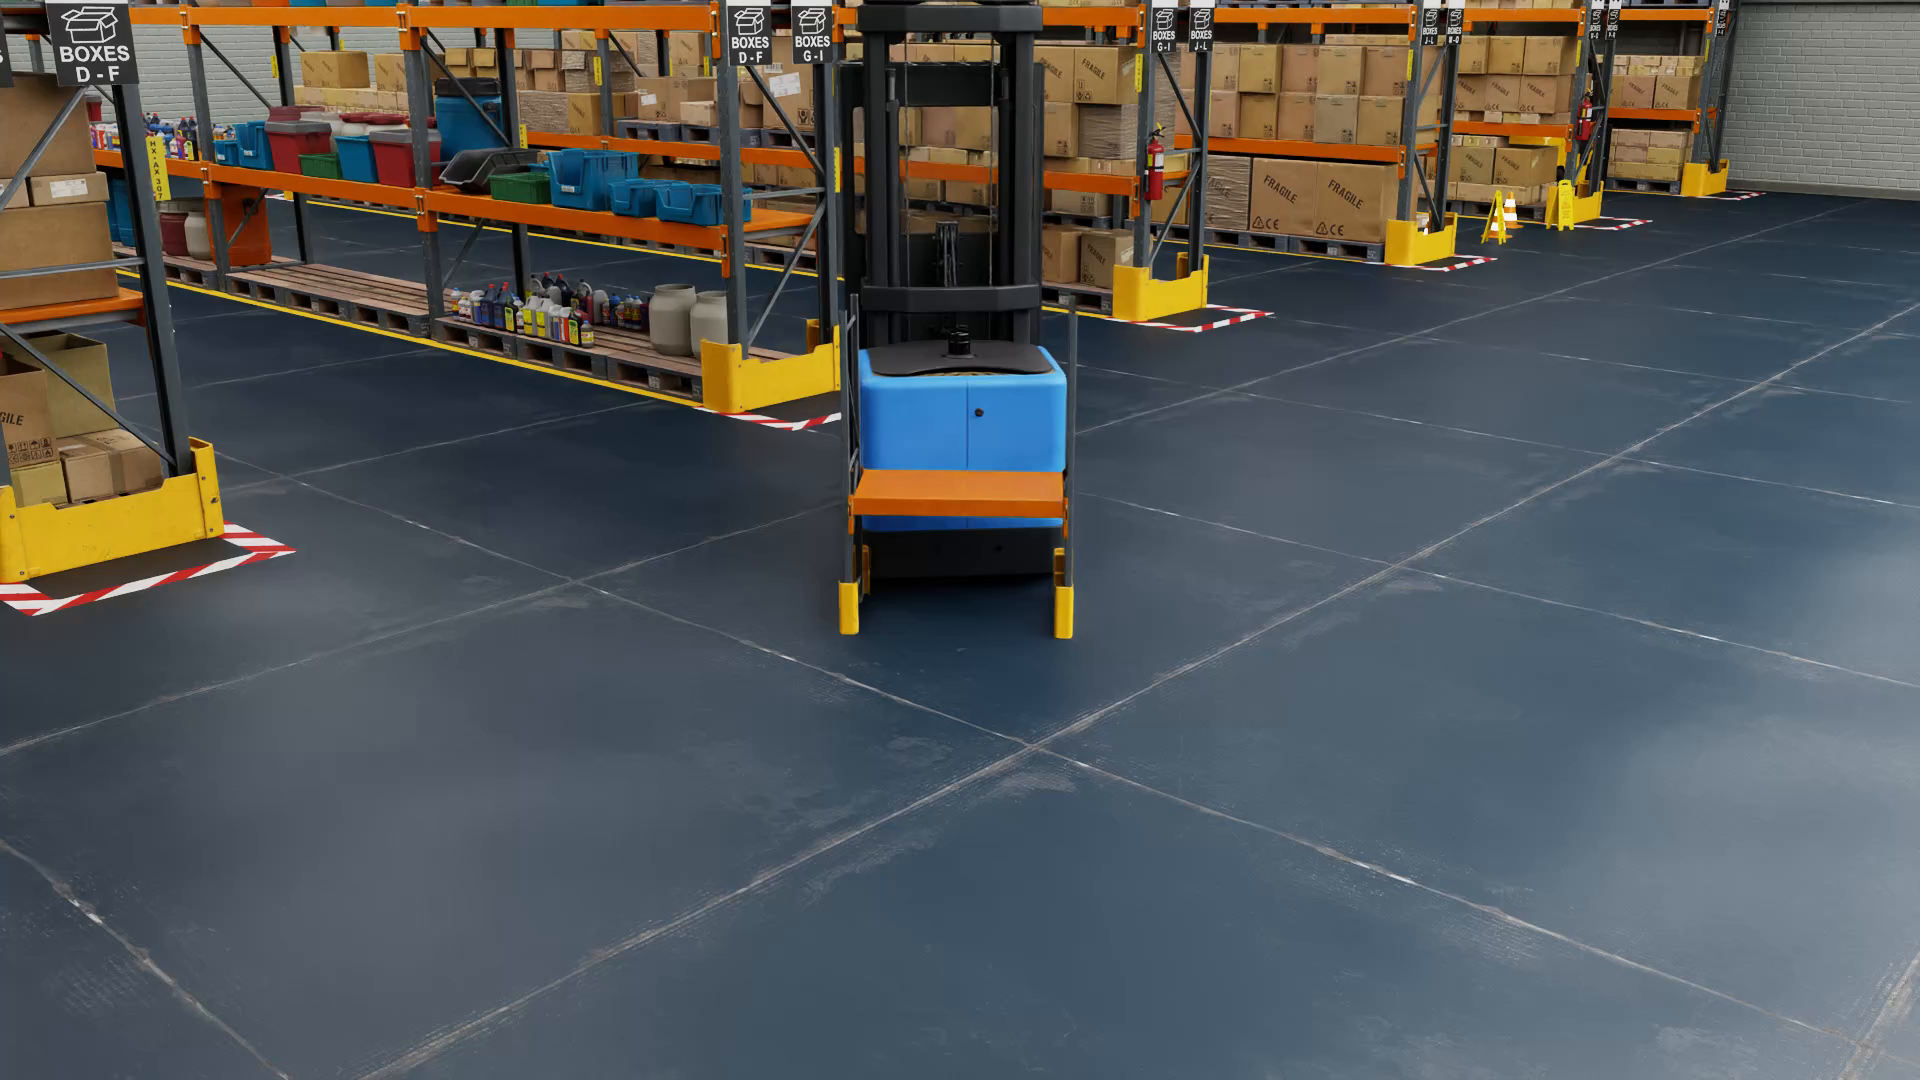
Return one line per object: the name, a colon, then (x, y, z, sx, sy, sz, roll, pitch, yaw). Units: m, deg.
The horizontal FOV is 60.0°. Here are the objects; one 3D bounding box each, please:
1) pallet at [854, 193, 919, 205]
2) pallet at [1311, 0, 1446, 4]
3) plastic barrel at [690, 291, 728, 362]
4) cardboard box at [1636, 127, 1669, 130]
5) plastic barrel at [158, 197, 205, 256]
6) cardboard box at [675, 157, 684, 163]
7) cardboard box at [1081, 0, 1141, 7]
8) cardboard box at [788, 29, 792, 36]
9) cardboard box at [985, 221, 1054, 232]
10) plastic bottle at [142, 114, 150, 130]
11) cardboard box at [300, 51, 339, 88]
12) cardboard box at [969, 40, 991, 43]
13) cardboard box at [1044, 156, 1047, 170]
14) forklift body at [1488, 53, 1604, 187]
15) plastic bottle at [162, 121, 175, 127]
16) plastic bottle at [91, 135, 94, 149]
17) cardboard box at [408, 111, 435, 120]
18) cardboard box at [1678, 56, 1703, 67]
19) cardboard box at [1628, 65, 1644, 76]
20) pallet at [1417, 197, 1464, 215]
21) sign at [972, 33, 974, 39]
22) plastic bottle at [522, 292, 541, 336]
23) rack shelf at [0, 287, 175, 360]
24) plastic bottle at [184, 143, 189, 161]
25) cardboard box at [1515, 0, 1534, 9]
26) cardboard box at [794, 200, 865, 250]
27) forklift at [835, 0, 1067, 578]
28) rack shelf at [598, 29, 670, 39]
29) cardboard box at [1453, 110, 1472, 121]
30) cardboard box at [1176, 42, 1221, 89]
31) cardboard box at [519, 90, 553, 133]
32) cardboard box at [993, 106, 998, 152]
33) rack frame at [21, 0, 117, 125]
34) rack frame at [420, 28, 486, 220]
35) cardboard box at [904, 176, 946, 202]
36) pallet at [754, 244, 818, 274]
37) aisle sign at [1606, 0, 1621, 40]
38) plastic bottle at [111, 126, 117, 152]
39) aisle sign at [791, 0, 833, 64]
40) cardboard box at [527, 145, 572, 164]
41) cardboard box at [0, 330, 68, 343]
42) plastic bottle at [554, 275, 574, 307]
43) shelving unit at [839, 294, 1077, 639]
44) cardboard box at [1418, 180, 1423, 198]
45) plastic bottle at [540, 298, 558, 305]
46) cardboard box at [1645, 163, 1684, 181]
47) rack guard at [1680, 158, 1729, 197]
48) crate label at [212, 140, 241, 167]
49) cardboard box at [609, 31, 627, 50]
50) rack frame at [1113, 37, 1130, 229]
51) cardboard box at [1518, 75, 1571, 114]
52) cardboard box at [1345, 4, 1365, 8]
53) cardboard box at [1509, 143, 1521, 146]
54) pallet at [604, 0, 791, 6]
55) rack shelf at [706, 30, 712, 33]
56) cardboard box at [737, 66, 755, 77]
pallet: (-1.211, -5.150, 24.991, 1.213, 0.211, 1.003, 15, 23, 39)
pallet: (4.794, -6.250, 19.034, 1.213, 0.211, 1.003, 15, 23, 39)
plastic barrel: (-1.842, -1.622, 12.684, 0.421, 0.512, 0.421, 0, 18, 0)
cardboard box: (11.248, -6.585, 27.100, 0.500, 0.250, 0.500, 15, 23, 39)
plastic barrel: (-8.505, -3.471, 18.384, 0.708, 0.588, 0.600, 15, 23, 39)
cardboard box: (-4.488, -6.201, 27.219, 0.250, 0.149, 0.380, 14, 22, 37)
cardboard box: (1.459, -5.011, 15.233, 0.500, 0.250, 0.500, 16, 23, 40)
cardboard box: (-3.076, -9.732, 31.926, 0.250, 0.149, 0.380, 16, 23, 41)
cardboard box: (0.607, -2.994, 17.025, 0.500, 0.500, 0.500, -16, 23, -41)
plastic bottle: (-9.327, -4.699, 19.041, 0.185, 0.351, 0.144, 15, 23, 39)
cardboard box: (-9.425, -6.996, 24.715, 0.500, 0.500, 0.500, 14, 23, 38)
cardboard box: (0.502, -8.439, 28.926, 0.500, 0.500, 0.500, 14, 23, 38)
cardboard box: (0.894, -3.707, 16.248, 0.250, 0.149, 0.380, 15, 23, 39)
forklift body: (9.229, -6.543, 26.173, 1.214, 2.155, 2.313, 15, 23, 39)
plastic bottle: (-9.014, -4.636, 18.966, 0.135, 0.276, 0.152, 15, 23, 39)
plastic bottle: (-9.693, -4.487, 18.619, 0.097, 0.201, 0.097, 0, 18, 0)
cardboard box: (-7.432, -5.891, 23.130, 0.250, 0.149, 0.380, 15, 23, 40)
cardboard box: (11.450, -7.503, 26.064, 0.250, 0.149, 0.380, 15, 23, 39)
cardboard box: (10.871, -7.506, 26.565, 0.250, 0.149, 0.380, 15, 23, 39)
pallet: (7.017, -4.958, 24.386, 1.213, 0.211, 1.003, 15, 23, 39)
sign: (0.275, -11.016, 36.429, 0.005, 0.325, 0.100, 15, 23, 39)
plastic bottle: (-3.504, -1.864, 13.679, 0.185, 0.351, 0.144, 15, 23, 39)
rack shelf: (-6.086, -1.432, 9.854, 4.000, 0.370, 1.077, 15, 23, 39)
plastic bottle: (-7.943, -4.017, 17.138, 0.097, 0.201, 0.097, 0, 18, 0)
cardboard box: (7.730, -7.278, 22.542, 0.250, 0.149, 0.380, 16, 24, 41)
cardboard box: (-1.448, -3.563, 18.786, 0.500, 0.500, 0.700, 13, 22, 35)
forklift: (-0.119, -1.606, 9.326, 1.130, 2.935, 3.031, -2, 18, -6)
rack shelf: (-2.499, -5.905, 18.991, 4.000, 0.370, 1.077, 15, 23, 39)
cardboard box: (7.141, -6.004, 23.486, 0.250, 0.149, 0.380, 15, 23, 39)
cardboard box: (3.106, -5.939, 20.834, 0.550, 0.550, 0.875, 15, 23, 39)
cardboard box: (-5.288, -5.516, 21.368, 0.500, 0.500, 0.500, 14, 22, 38)
cardboard box: (0.796, -4.103, 16.425, 0.500, 0.500, 0.875, 15, 23, 39)
rack frame: (-10.275, -4.903, 19.601, 0.127, 3.000, 1.000, 15, 23, 39)
rack frame: (-6.987, -6.023, 23.132, 0.127, 3.000, 1.000, 15, 23, 39)
cardboard box: (-0.232, -5.307, 23.901, 0.750, 0.750, 1.050, 15, 23, 39)
pallet: (-1.587, -3.244, 18.984, 1.213, 0.211, 1.003, 15, 23, 39)
aisle sign: (8.818, -7.153, 22.394, 0.004, 0.787, 0.394, 15, 23, 39)
plastic bottle: (-9.247, -4.400, 18.231, 0.097, 0.271, 0.097, 0, 18, 0)
aisle sign: (-1.051, -3.784, 11.779, 0.004, 0.787, 0.394, 15, 23, 39)
cardboard box: (-5.159, -4.732, 21.880, 0.875, 0.875, 1.225, 15, 23, 39)
cardboard box: (-5.601, -0.976, 9.839, 0.500, 0.500, 0.500, 15, 23, 39)
plastic bottle: (-3.474, -2.141, 14.551, 0.185, 0.351, 0.144, 14, 22, 37)
shelving unit: (-0.007, -0.355, 7.751, 1.083, 1.500, 0.587, 1, 18, 3)
cardboard box: (6.642, -5.159, 24.259, 0.500, 0.250, 0.500, 15, 23, 39)
plastic bottle: (-3.424, -1.867, 13.812, 0.135, 0.276, 0.152, 15, 23, 39)
cardboard box: (11.297, -5.892, 26.570, 0.500, 0.250, 0.500, 15, 23, 40)
rack guard: (11.876, -5.783, 26.509, 0.348, 0.500, 1.175, 15, 23, 39)
crate label: (-7.216, -3.850, 16.562, 0.416, 0.233, 0.303, 15, 23, 39)
cardboard box: (-5.695, -8.235, 27.790, 0.500, 0.500, 0.500, 14, 23, 38)
rack frame: (2.364, -5.519, 21.543, 0.127, 3.000, 1.000, 15, 23, 39)
cardboard box: (7.977, -6.092, 22.692, 0.500, 0.500, 0.500, 15, 23, 38)
cardboard box: (5.802, -7.785, 24.140, 0.250, 0.149, 0.380, 15, 23, 39)
cardboard box: (7.734, -5.436, 23.894, 0.500, 0.500, 0.500, 14, 22, 37)
pallet: (-1.853, -4.021, 12.177, 1.213, 0.211, 1.003, 15, 23, 39)
rack shelf: (-2.123, -7.810, 24.994, 4.000, 0.370, 1.077, 15, 23, 39)
cardboard box: (-3.227, -7.199, 25.575, 0.250, 0.149, 0.380, 15, 23, 40)
